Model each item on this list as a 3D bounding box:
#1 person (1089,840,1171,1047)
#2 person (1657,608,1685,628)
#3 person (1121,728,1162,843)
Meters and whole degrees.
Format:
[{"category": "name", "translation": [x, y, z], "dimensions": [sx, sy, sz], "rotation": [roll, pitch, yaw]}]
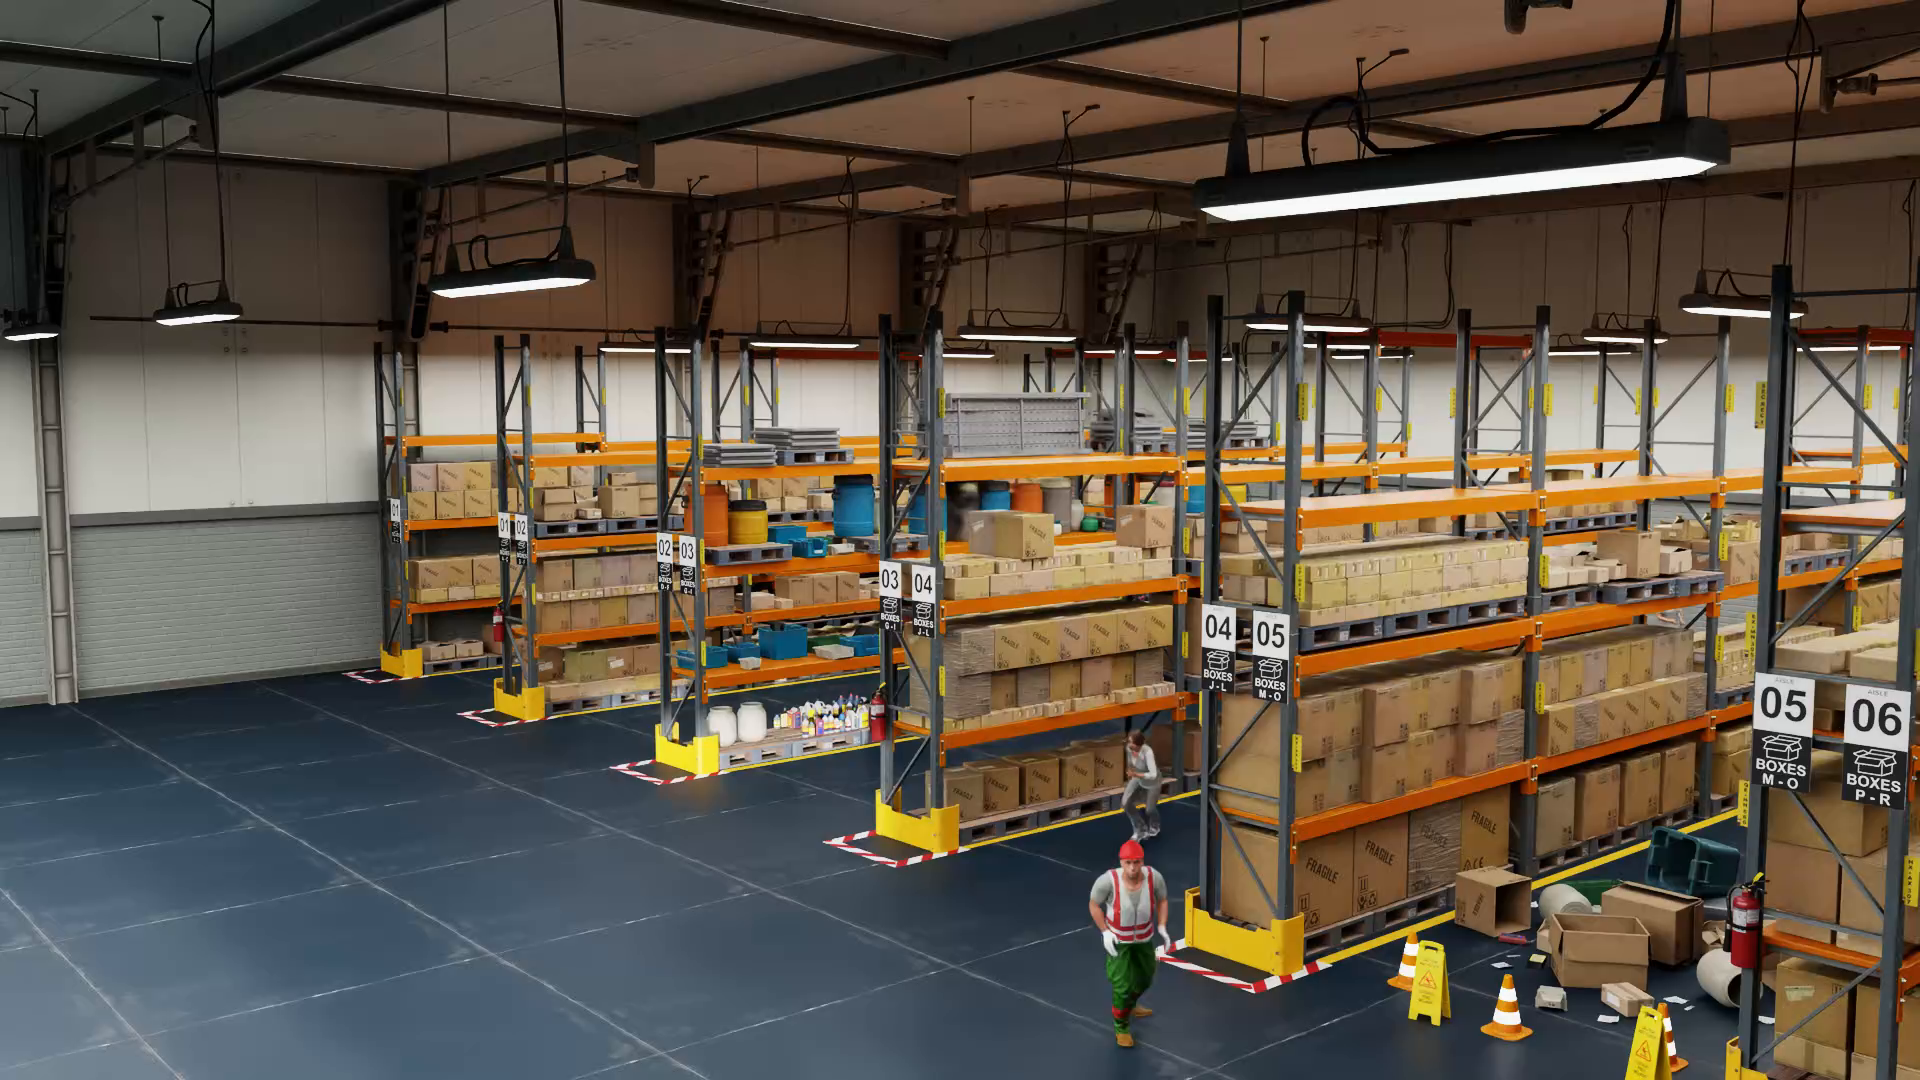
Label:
[{"category": "person", "translation": [1.324, 3.129, 13.149], "dimensions": [0.668, 1.694, 0.865], "rotation": [-1, 5, -15]}, {"category": "person", "translation": [12.717, 1.630, 29.851], "dimensions": [0.572, 1.695, 0.825], "rotation": [-1, 5, -8]}, {"category": "person", "translation": [2.092, 2.748, 18.694], "dimensions": [0.500, 1.377, 1.034], "rotation": [4, 6, 34]}]
